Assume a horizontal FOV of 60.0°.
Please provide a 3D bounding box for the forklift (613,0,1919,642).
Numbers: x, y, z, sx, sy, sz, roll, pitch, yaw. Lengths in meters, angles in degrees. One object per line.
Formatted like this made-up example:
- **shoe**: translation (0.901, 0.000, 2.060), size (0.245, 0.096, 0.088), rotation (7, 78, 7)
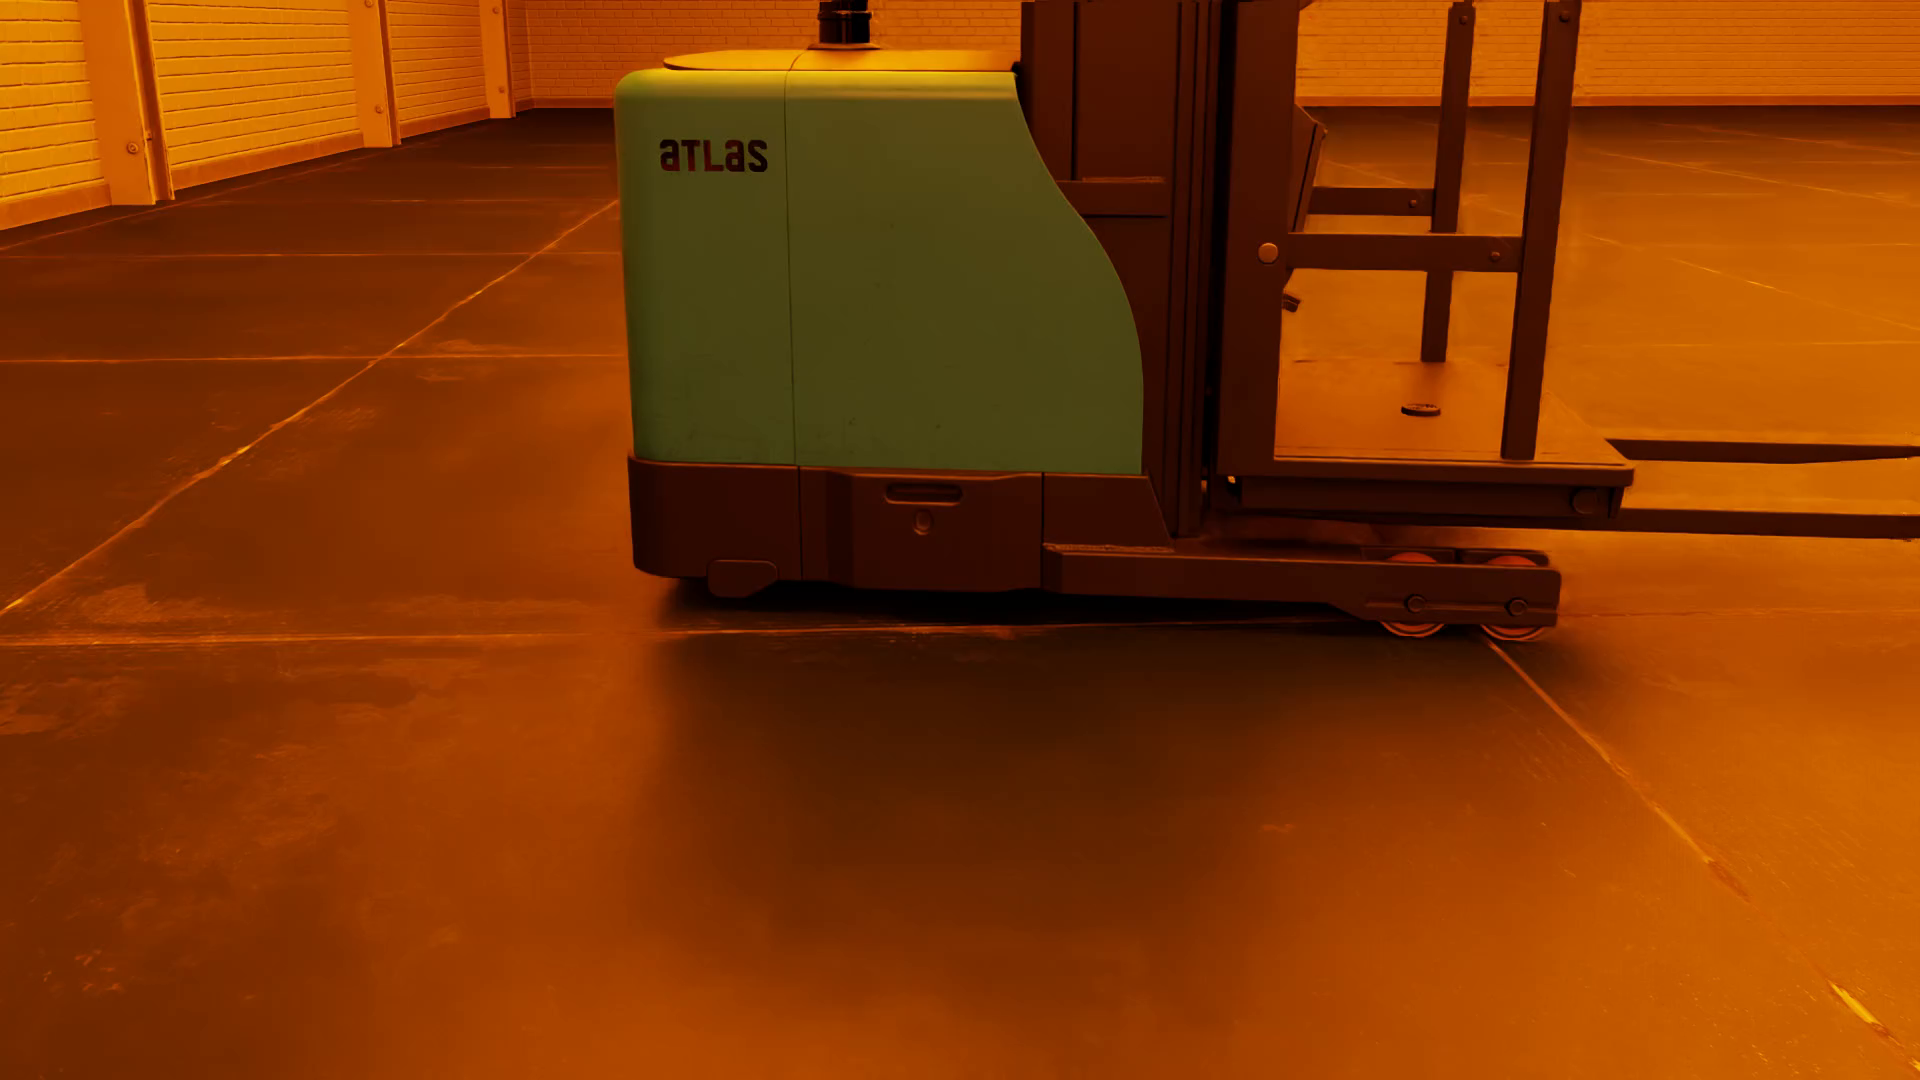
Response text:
- **forklift**: translation (0.861, -1.366, 3.373), size (3.031, 2.935, 1.130), rotation (2, 17, 6)
